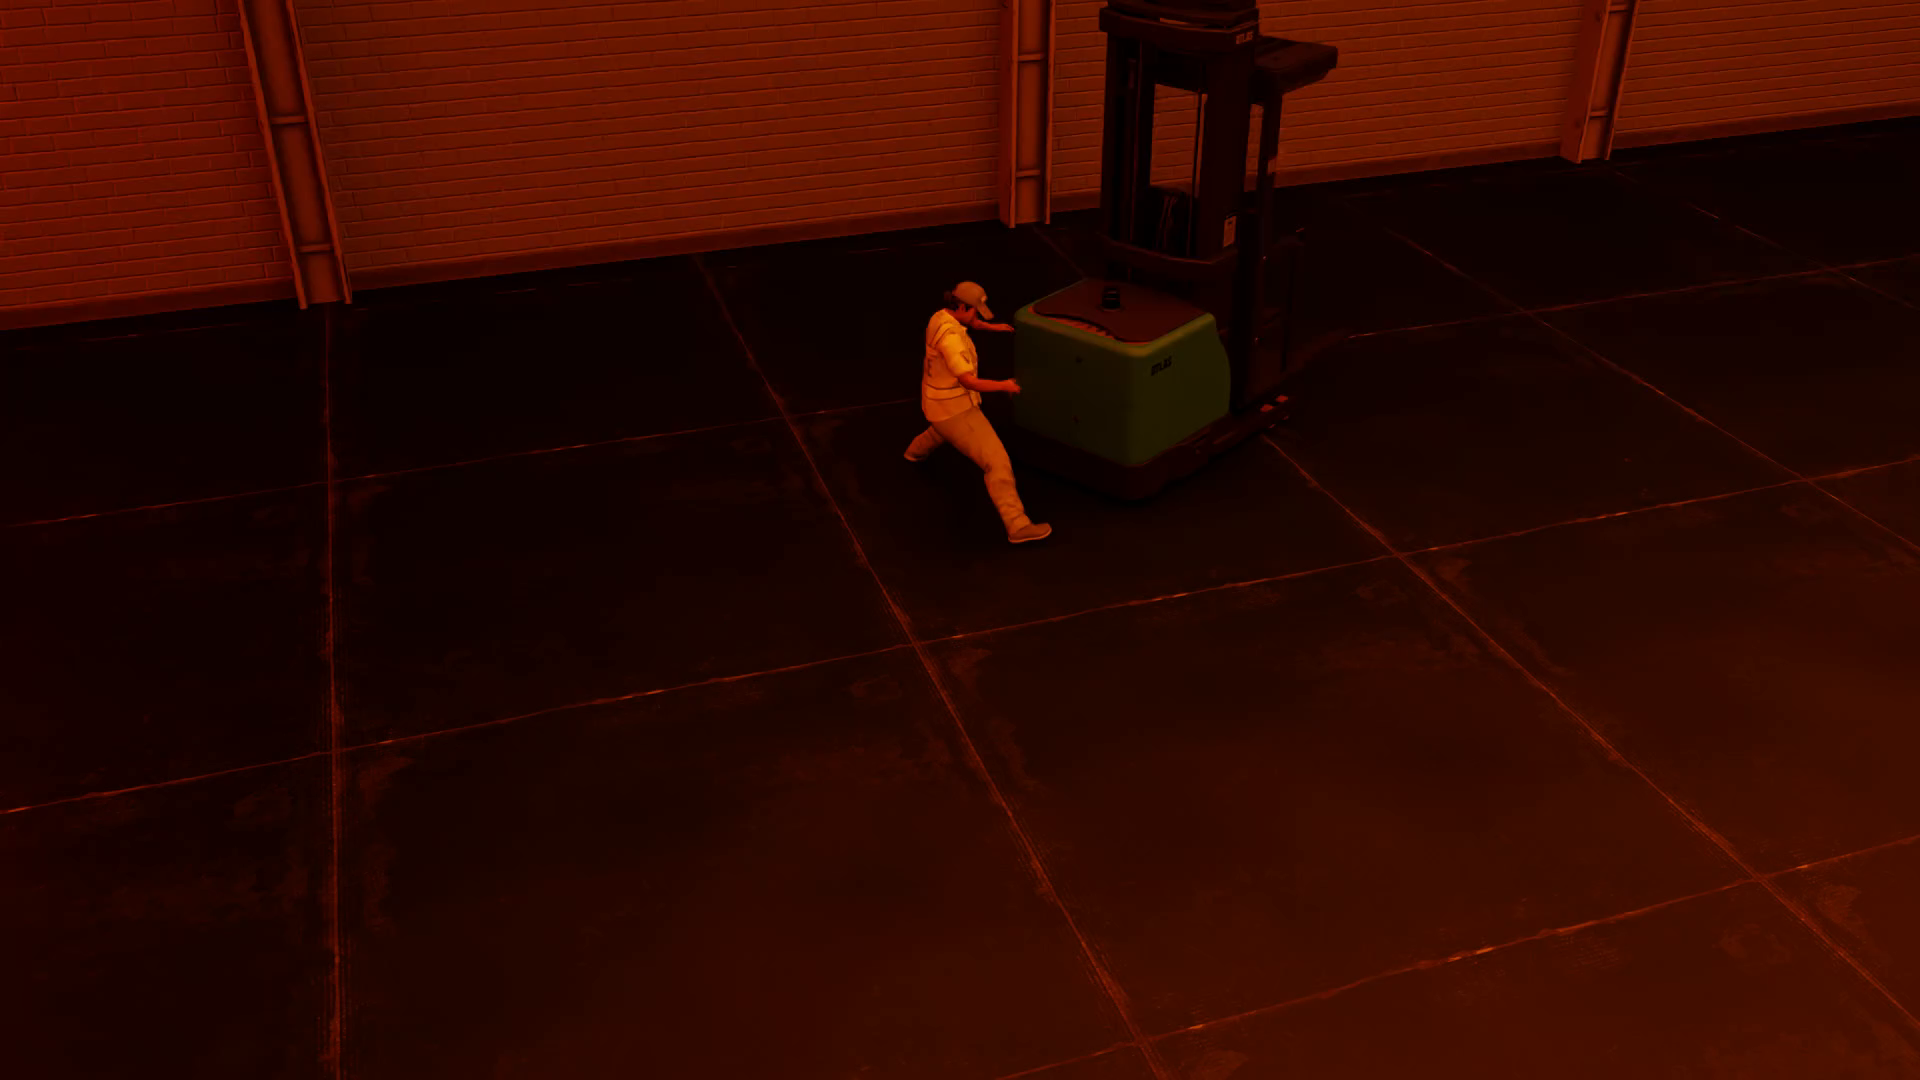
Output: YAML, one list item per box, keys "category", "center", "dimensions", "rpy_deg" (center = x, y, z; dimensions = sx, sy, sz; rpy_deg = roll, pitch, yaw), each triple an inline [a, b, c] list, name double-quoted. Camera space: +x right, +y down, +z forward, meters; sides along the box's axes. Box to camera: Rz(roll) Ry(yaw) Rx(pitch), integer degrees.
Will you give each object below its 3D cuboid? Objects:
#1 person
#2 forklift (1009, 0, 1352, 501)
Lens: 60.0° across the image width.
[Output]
- category: "person"
  center: [0.095, -0.901, 10.122]
  dimensions: [0.787, 1.462, 1.282]
  rpy_deg: [-4, 30, -7]
- category: "forklift"
  center: [1.662, -2.173, 10.863]
  dimensions: [1.130, 2.935, 3.031]
  rpy_deg: [23, 37, 34]
